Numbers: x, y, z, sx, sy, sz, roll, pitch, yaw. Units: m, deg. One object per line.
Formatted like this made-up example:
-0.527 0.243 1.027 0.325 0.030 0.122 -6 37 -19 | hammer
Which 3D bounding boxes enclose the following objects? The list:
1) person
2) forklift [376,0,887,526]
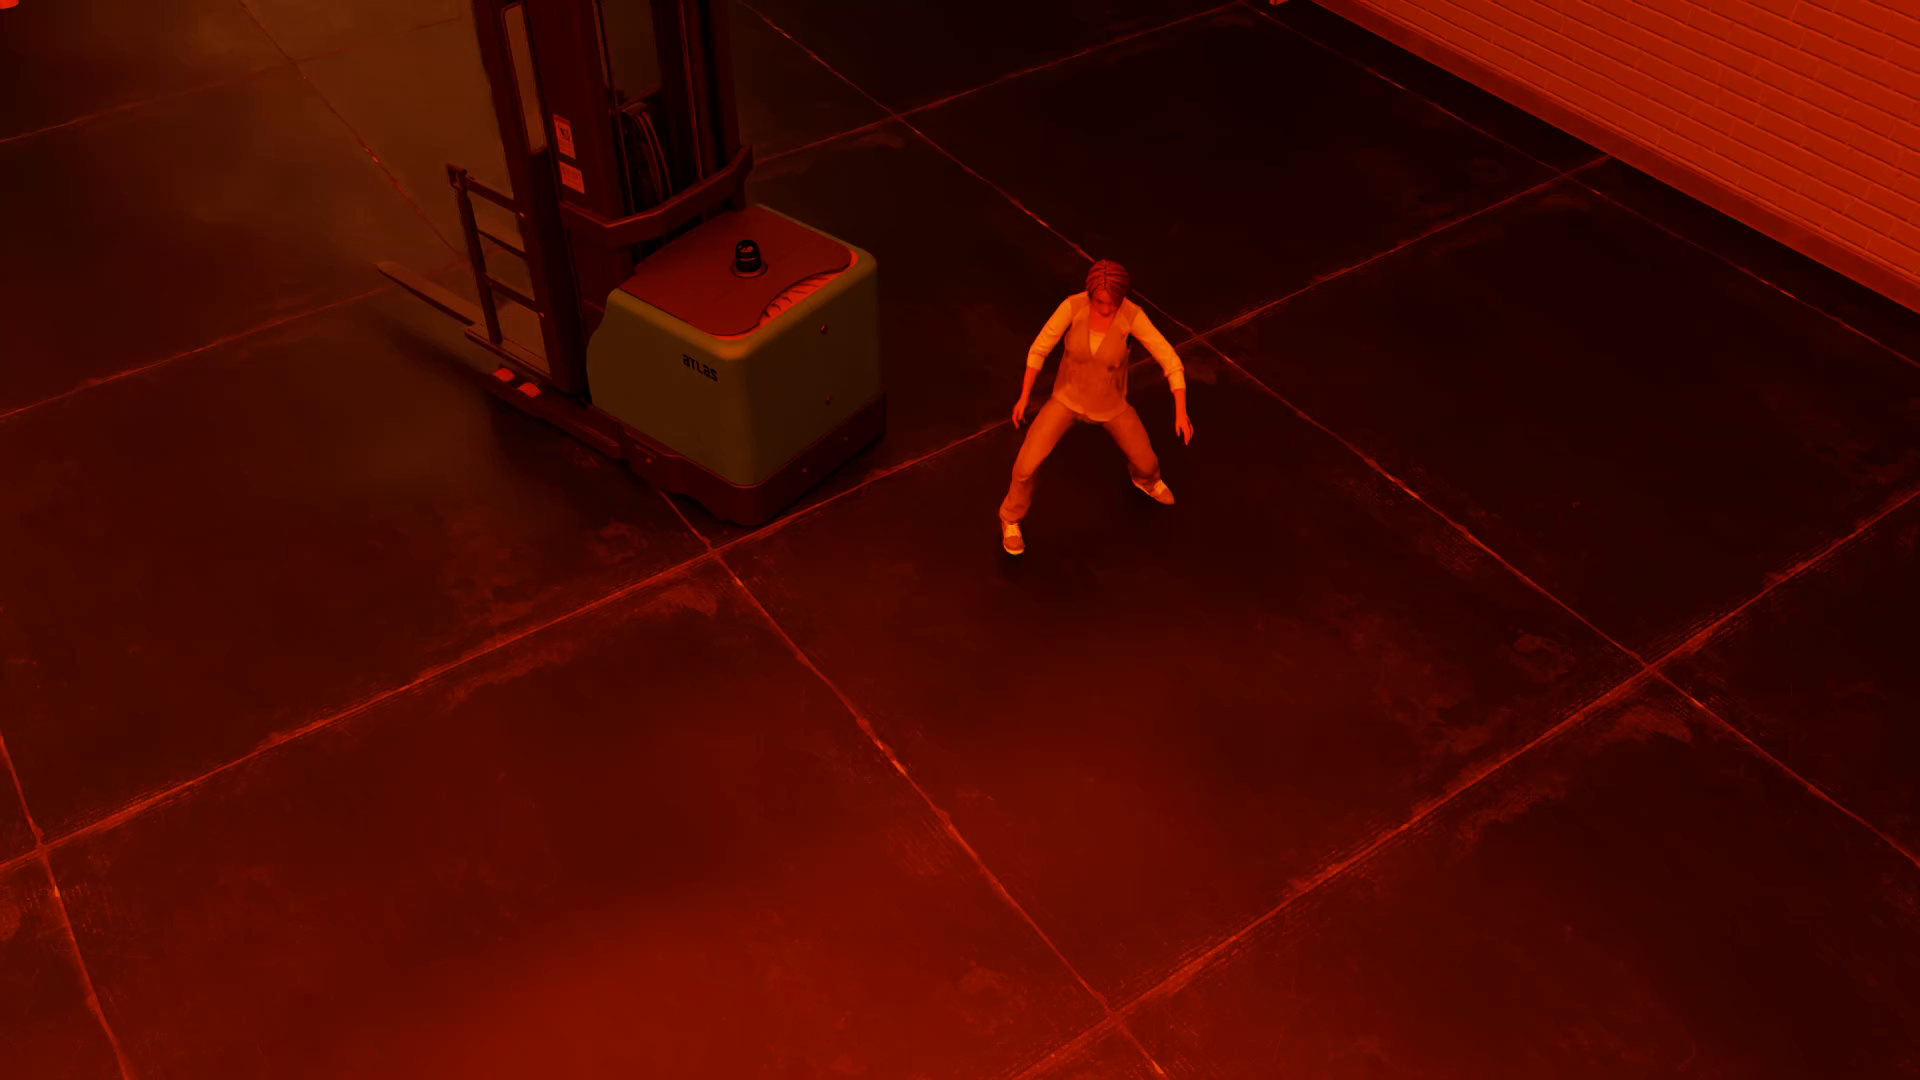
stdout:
0.635 -0.604 7.499 0.849 1.460 0.730 7 43 8 | person
-1.839 -1.975 7.859 3.031 2.935 1.130 28 50 27 | forklift
